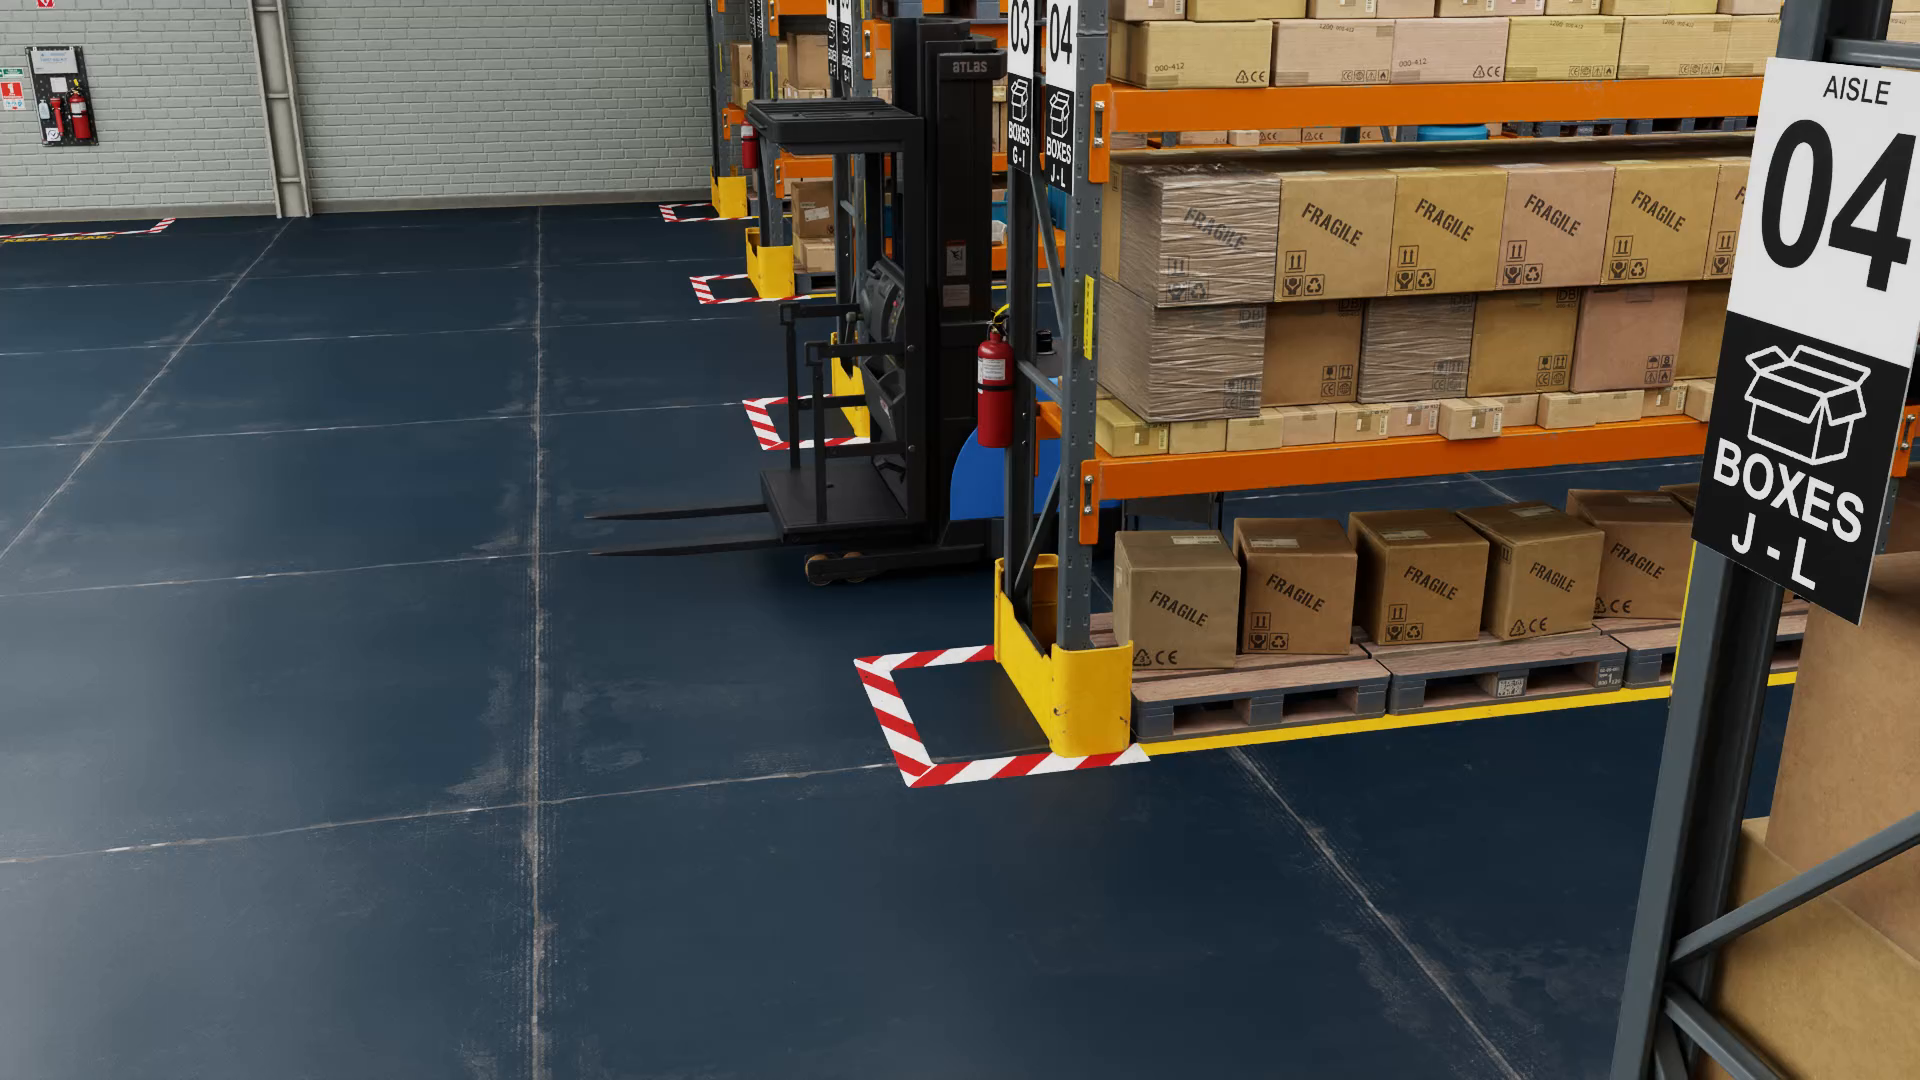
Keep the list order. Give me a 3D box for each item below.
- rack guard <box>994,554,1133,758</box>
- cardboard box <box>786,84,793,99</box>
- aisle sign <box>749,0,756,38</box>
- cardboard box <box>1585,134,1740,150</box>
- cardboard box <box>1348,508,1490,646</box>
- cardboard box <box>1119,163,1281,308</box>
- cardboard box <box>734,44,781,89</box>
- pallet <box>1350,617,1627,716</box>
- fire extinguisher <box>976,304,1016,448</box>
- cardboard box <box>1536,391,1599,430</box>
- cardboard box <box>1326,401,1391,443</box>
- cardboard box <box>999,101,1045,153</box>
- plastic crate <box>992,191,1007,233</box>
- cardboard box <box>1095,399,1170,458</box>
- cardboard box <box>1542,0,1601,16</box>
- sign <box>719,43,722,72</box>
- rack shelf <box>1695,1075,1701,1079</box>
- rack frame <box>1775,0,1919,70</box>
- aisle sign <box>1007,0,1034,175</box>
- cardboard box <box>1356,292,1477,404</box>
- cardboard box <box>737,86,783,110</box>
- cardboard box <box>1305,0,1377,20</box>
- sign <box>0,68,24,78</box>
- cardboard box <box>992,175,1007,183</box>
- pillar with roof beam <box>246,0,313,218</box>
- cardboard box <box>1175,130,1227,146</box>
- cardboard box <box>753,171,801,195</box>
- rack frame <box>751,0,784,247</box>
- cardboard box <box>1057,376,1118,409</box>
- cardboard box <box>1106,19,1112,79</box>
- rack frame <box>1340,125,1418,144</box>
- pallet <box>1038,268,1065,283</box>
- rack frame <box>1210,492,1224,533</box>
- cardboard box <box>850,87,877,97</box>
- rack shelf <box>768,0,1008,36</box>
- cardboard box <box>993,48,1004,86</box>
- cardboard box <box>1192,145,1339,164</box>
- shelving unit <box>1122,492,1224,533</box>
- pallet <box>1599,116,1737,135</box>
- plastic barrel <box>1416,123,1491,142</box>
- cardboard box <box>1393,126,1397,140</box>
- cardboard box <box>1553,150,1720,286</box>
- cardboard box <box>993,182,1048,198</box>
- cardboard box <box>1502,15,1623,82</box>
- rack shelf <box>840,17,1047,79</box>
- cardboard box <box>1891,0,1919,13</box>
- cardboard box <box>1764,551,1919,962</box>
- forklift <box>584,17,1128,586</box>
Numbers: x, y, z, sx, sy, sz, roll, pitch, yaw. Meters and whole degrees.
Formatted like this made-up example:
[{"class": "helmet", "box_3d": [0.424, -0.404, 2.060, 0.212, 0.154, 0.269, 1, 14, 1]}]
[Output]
[{"class": "rack guard", "box_3d": [0.459, 0.507, 7.703, 0.348, 0.500, 1.175, -5, 21, -12]}, {"class": "cardboard box", "box_3d": [-1.563, -4.422, 16.437, 0.250, 0.149, 0.380, -5, 21, -13]}, {"class": "aisle sign", "box_3d": [-2.023, -5.290, 16.116, 0.004, 0.787, 0.394, -5, 21, -12]}, {"class": "cardboard box", "box_3d": [3.295, -1.642, 7.906, 0.500, 0.500, 0.500, -5, 21, -12]}, {"class": "cardboard box", "box_3d": [2.184, 0.170, 8.012, 0.500, 0.500, 0.500, -3, 20, -7]}, {"class": "cardboard box", "box_3d": [0.983, -1.269, 6.886, 0.500, 0.500, 0.500, -5, 21, -12]}, {"class": "cardboard box", "box_3d": [-2.501, -5.863, 20.557, 0.500, 0.500, 0.500, -5, 21, -12]}, {"class": "pallet", "box_3d": [2.442, 0.495, 8.156, 1.213, 0.211, 1.003, -5, 21, -12]}, {"class": "fire extinguisher", "box_3d": [0.167, -0.769, 7.666, 0.183, 0.674, 0.296, -5, 21, -12]}, {"class": "cardboard box", "box_3d": [2.673, -0.630, 7.538, 0.250, 0.149, 0.380, -5, 21, -12]}, {"class": "cardboard box", "box_3d": [1.695, -0.557, 7.340, 0.250, 0.149, 0.380, -5, 21, -12]}, {"class": "cardboard box", "box_3d": [0.570, -4.221, 16.830, 0.500, 0.500, 0.700, -4, 21, -12]}, {"class": "plastic crate", "box_3d": [0.296, -2.438, 12.324, 0.408, 0.251, 0.499, -5, 21, -12]}, {"class": "cardboard box", "box_3d": [0.717, -0.485, 7.143, 0.250, 0.149, 0.380, -5, 21, -12]}, {"class": "cardboard box", "box_3d": [2.463, -2.282, 6.960, 0.250, 0.149, 0.380, -5, 21, -14]}, {"class": "sign", "box_3d": [-2.910, -5.859, 20.190, 0.005, 0.325, 0.100, -5, 21, -12]}, {"class": "rack shelf", "box_3d": [3.374, 1.187, 3.258, 4.000, 0.370, 1.077, -5, 21, -12]}, {"class": "rack frame", "box_3d": [1.428, -1.809, 1.670, 0.127, 3.000, 1.000, -5, 21, -12]}, {"class": "aisle sign", "box_3d": [0.255, -1.976, 7.070, 0.004, 0.787, 0.394, -5, 21, -12]}, {"class": "cardboard box", "box_3d": [1.882, -0.986, 7.568, 0.500, 0.500, 0.875, -5, 21, -12]}, {"class": "cardboard box", "box_3d": [-2.487, -5.506, 20.673, 0.500, 0.250, 0.500, -5, 21, -14]}, {"class": "cardboard box", "box_3d": [1.479, -2.177, 6.674, 0.250, 0.149, 0.380, -4, 20, -10]}, {"class": "sign", "box_3d": [-11.361, -5.575, 19.851, 0.331, 0.109, 0.001, -5, 21, -12]}, {"class": "cardboard box", "box_3d": [0.505, -3.540, 17.415, 0.500, 0.500, 0.500, -5, 21, -12]}, {"class": "pillar with roof beam", "box_3d": [-7.401, -6.880, 15.515, 0.400, 9.000, 9.100, -5, 21, -12]}, {"class": "cardboard box", "box_3d": [2.470, -4.276, 17.346, 0.500, 0.250, 0.500, -3, 20, -9]}, {"class": "cardboard box", "box_3d": [-2.341, -4.603, 21.289, 0.500, 0.311, 0.500, -7, 21, -19]}, {"class": "rack frame", "box_3d": [-1.891, -3.977, 16.309, 0.127, 3.000, 1.000, -5, 21, -12]}, {"class": "cardboard box", "box_3d": [0.614, -0.634, 7.550, 0.250, 0.149, 0.380, -5, 21, -12]}, {"class": "cardboard box", "box_3d": [0.795, -2.122, 7.102, 0.500, 0.250, 0.500, -4, 21, -11]}, {"class": "rack frame", "box_3d": [3.138, -2.635, 12.646, 0.127, 3.000, 1.000, -5, 21, -12]}, {"class": "pallet", "box_3d": [1.218, -2.935, 17.520, 1.213, 0.211, 1.003, -5, 21, -12]}, {"class": "rack frame", "box_3d": [1.431, -0.825, 9.014, 0.015, 2.100, 0.400, 6, 21, 16]}, {"class": "cardboard box", "box_3d": [-0.961, -4.328, 16.181, 0.250, 0.149, 0.380, -5, 21, -12]}, {"class": "rack shelf", "box_3d": [0.055, -5.206, 16.349, 4.000, 0.370, 1.077, -5, 21, -12]}, {"class": "cardboard box", "box_3d": [0.106, -4.793, 16.506, 0.500, 0.500, 0.700, -5, 21, -12]}, {"class": "cardboard box", "box_3d": [1.348, -1.484, 7.474, 0.500, 0.500, 0.500, -5, 21, -12]}, {"class": "shelving unit", "box_3d": [1.198, -0.850, 9.082, 0.503, 2.100, 0.431, 6, 21, 16]}, {"class": "pallet", "box_3d": [7.785, -4.675, 18.495, 1.213, 0.211, 1.003, -5, 21, -12]}, {"class": "plastic barrel", "box_3d": [3.583, -2.799, 12.367, 0.708, 0.901, 0.600, -5, 21, -12]}, {"class": "cardboard box", "box_3d": [4.666, -4.372, 17.754, 0.250, 0.149, 0.380, -3, 20, -8]}, {"class": "cardboard box", "box_3d": [2.930, -1.426, 7.315, 0.500, 0.500, 0.500, -5, 21, -12]}, {"class": "cardboard box", "box_3d": [0.625, -3.365, 16.936, 0.500, 0.500, 0.500, -5, 21, -12]}, {"class": "cardboard box", "box_3d": [2.402, -2.074, 6.972, 0.500, 0.250, 0.500, -4, 21, -11]}, {"class": "rack shelf", "box_3d": [1.191, -3.547, 11.822, 4.000, 0.370, 1.077, -5, 21, -12]}, {"class": "cardboard box", "box_3d": [4.027, -2.380, 7.227, 0.250, 0.149, 0.380, -4, 20, -11]}, {"class": "cardboard box", "box_3d": [1.798, 0.414, 2.535, 0.550, 0.550, 0.875, -5, 21, -12]}, {"class": "forklift", "box_3d": [-0.612, -1.325, 9.171, 3.031, 2.935, 1.130, -5, 21, -13]}]
